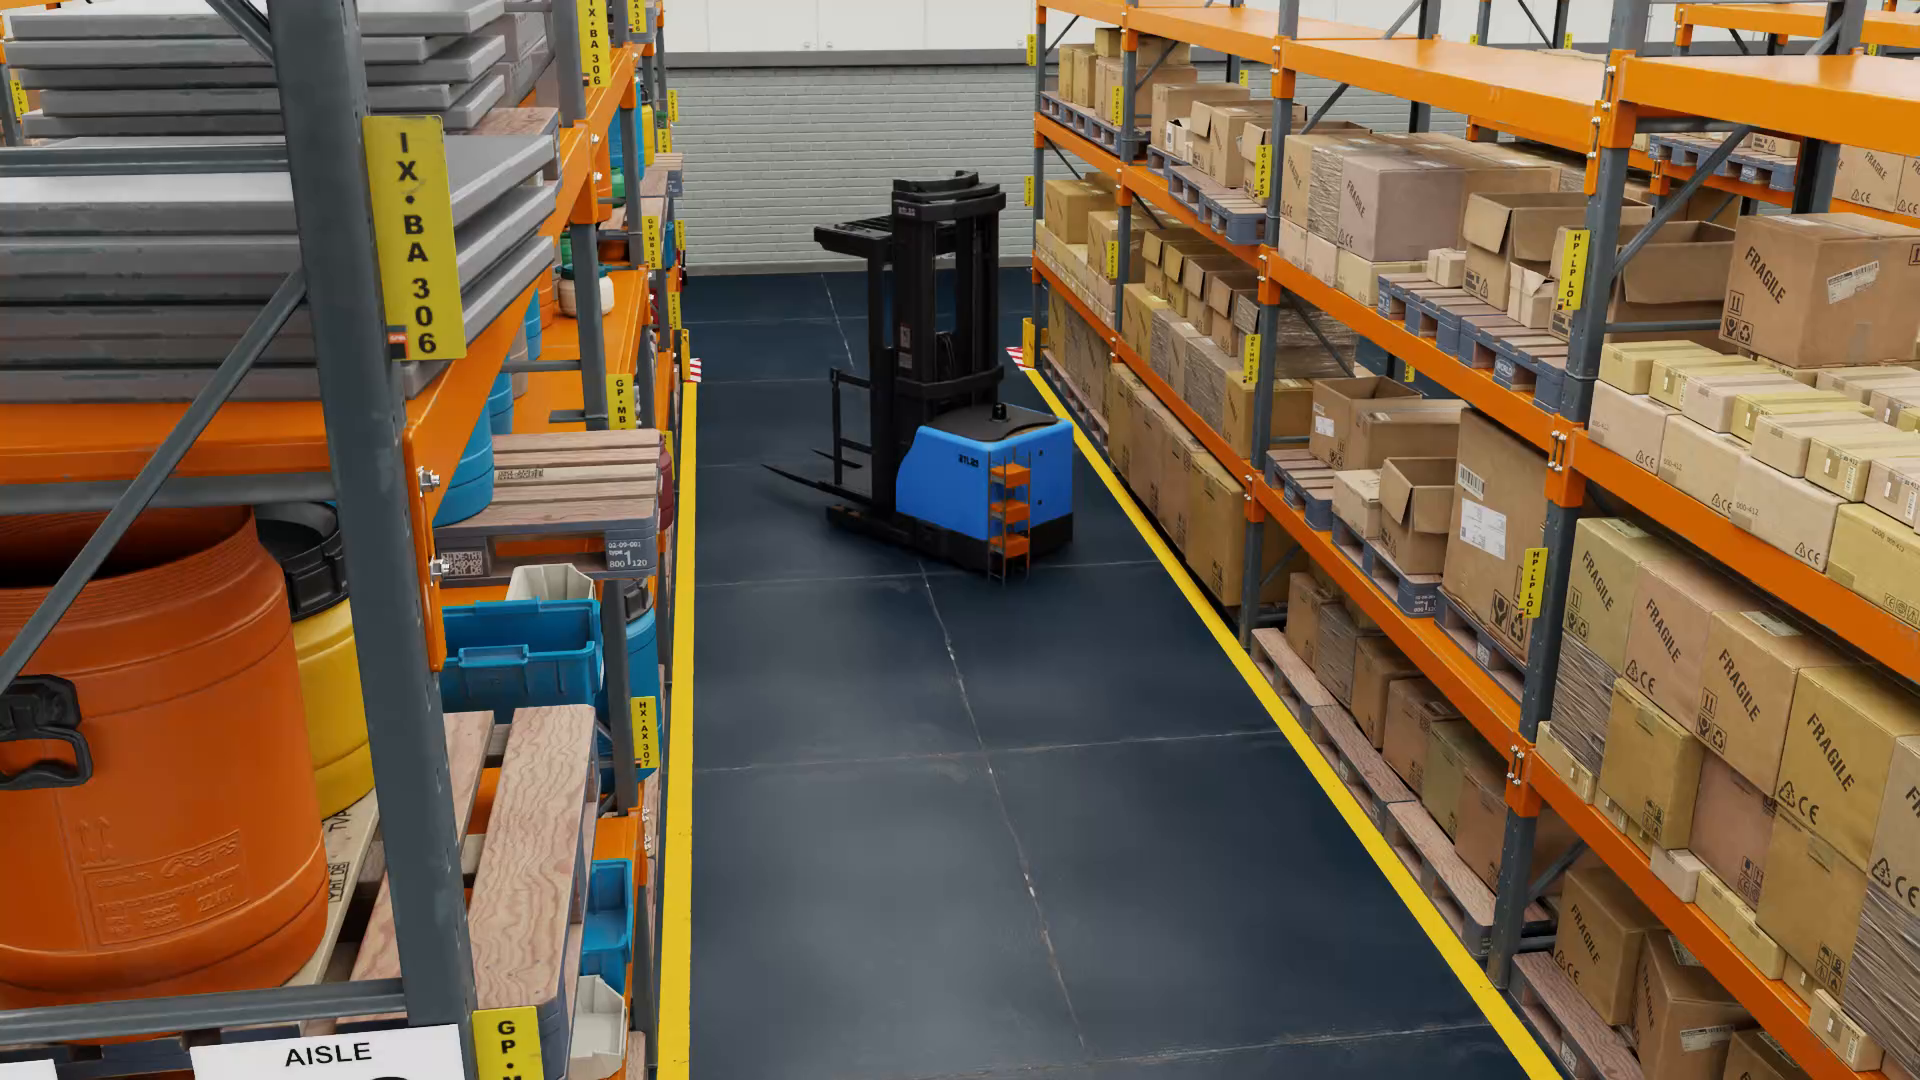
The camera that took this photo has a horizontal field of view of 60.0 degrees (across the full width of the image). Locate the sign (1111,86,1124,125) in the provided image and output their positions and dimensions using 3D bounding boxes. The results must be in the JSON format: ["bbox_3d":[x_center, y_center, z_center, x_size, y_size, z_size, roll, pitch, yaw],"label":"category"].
[{"bbox_3d":[1.349,-3.723,14.257,0.100,0.325,0.005,-3,21,-8],"label":"sign"}]

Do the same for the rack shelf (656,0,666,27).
[{"bbox_3d":[-3.292,-4.795,15.294,1.077,0.370,4.000,-3,21,-8],"label":"rack shelf"}]

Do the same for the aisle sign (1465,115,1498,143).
[{"bbox_3d":[5.936,-4.895,18.819,0.394,0.787,0.004,-3,21,-8],"label":"aisle sign"}]

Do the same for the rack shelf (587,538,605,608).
[{"bbox_3d":[-1.562,0.577,4.625,1.077,0.370,4.000,-3,21,-8],"label":"rack shelf"}]

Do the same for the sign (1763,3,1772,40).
[{"bbox_3d":[10.331,-7.155,21.715,10.293,4.268,5.818,-3,21,-8],"label":"sign"}]

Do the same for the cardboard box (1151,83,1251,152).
[{"bbox_3d":[1.991,-3.515,13.811,0.700,0.500,0.500,-2,21,-6],"label":"cardboard box"}]

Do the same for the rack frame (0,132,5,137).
[{"bbox_3d":[-7.909,-4.379,12.578,0.949,2.616,0.053,-3,21,-8],"label":"rack frame"}]

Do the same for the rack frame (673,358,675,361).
[{"bbox_3d":[-3.577,-3.202,18.002,0.949,2.616,0.053,-3,21,-8],"label":"rack frame"}]

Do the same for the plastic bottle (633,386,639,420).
[{"bbox_3d":[-2.370,-1.020,12.338,0.152,0.276,0.135,-3,21,-8],"label":"plastic bottle"}]

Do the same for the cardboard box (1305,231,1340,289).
[{"bbox_3d":[2.364,-1.663,9.810,0.500,0.250,0.500,-2,21,-6],"label":"cardboard box"}]

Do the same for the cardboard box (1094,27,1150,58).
[{"bbox_3d":[1.602,-4.799,16.032,0.500,0.250,0.500,-4,21,-9],"label":"cardboard box"}]

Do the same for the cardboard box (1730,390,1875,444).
[{"bbox_3d":[2.995,-0.424,5.921,0.380,0.149,0.250,-2,21,-6],"label":"cardboard box"}]

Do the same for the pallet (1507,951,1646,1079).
[{"bbox_3d":[3.183,2.240,7.417,1.003,0.211,1.213,-3,21,-8],"label":"pallet"}]

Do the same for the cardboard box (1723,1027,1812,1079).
[{"bbox_3d":[3.326,2.227,6.439,0.500,0.500,0.500,-5,21,-13],"label":"cardboard box"}]

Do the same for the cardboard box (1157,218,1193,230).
[{"bbox_3d":[2.081,-2.666,15.284,0.500,0.500,0.500,-3,21,-8],"label":"cardboard box"}]

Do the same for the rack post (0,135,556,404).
[{"bbox_3d":[-1.257,-0.507,2.925,0.937,0.300,0.954,-1,20,-2],"label":"rack post"}]

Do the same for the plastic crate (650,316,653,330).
[{"bbox_3d":[-2.929,-1.890,14.780,0.396,0.136,0.243,-3,21,-8],"label":"plastic crate"}]

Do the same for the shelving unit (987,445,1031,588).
[{"bbox_3d":[0.373,-0.176,12.686,0.252,1.050,0.215,-15,25,-35],"label":"shelving unit"}]

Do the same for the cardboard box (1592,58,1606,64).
[{"bbox_3d":[6.736,-4.877,17.131,0.380,0.149,0.250,-2,21,-7],"label":"cardboard box"}]

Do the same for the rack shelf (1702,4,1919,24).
[{"bbox_3d":[7.109,-4.001,12.784,0.919,0.052,3.809,-3,21,-8],"label":"rack shelf"}]

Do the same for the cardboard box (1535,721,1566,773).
[{"bbox_3d":[2.784,0.910,7.351,0.380,0.149,0.250,-3,21,-8],"label":"cardboard box"}]

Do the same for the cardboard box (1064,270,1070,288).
[{"bbox_3d":[1.269,-2.662,16.915,0.380,0.149,0.250,-3,21,-9],"label":"cardboard box"}]

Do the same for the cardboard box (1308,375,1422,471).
[{"bbox_3d":[2.592,-0.740,10.669,0.500,0.500,0.500,-6,21,-14],"label":"cardboard box"}]

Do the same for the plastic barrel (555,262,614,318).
[{"bbox_3d":[-2.013,-1.344,8.938,0.301,0.262,0.301,0,20,0],"label":"plastic barrel"}]

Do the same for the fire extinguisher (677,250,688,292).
[{"bbox_3d":[-3.152,-3.066,18.282,0.296,0.674,0.183,-3,21,-8],"label":"fire extinguisher"}]

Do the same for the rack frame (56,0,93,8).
[{"bbox_3d":[-7.332,-1.685,9.379,1.000,5.808,16.090,-3,21,-8],"label":"rack frame"}]

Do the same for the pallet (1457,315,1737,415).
[{"bbox_3d":[3.067,-0.833,7.641,1.213,0.211,1.003,-3,21,-8],"label":"pallet"}]

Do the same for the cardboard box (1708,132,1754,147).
[{"bbox_3d":[6.739,-3.527,14.112,0.500,0.311,0.500,-3,21,-9],"label":"cardboard box"}]

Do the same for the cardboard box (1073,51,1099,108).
[{"bbox_3d":[1.533,-4.592,16.552,0.700,0.500,0.500,-4,21,-11],"label":"cardboard box"}]

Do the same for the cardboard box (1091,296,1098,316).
[{"bbox_3d":[1.455,-2.216,15.722,0.380,0.149,0.250,-3,21,-9],"label":"cardboard box"}]

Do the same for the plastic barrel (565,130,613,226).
[{"bbox_3d":[-2.506,-2.432,10.439,0.600,0.830,0.708,-3,21,-8],"label":"plastic barrel"}]

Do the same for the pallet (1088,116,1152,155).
[{"bbox_3d":[1.790,-3.714,15.213,1.003,0.211,1.213,-3,21,-8],"label":"pallet"}]

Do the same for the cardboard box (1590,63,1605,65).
[{"bbox_3d":[6.236,-4.666,16.564,0.380,0.149,0.250,-3,21,-9],"label":"cardboard box"}]

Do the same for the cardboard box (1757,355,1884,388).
[{"bbox_3d":[3.332,-0.624,6.456,0.380,0.149,0.250,-3,21,-7],"label":"cardboard box"}]

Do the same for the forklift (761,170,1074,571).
[{"bbox_3d":[-0.482,-1.559,13.701,3.031,2.935,1.130,19,28,41],"label":"forklift"}]

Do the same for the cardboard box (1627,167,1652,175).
[{"bbox_3d":[6.895,-3.774,16.319,0.522,1.351,0.999,-3,21,-8],"label":"cardboard box"}]

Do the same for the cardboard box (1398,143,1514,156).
[{"bbox_3d":[2.875,-2.039,9.743,0.500,0.500,0.500,-3,21,-8],"label":"cardboard box"}]

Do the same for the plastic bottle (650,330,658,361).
[{"bbox_3d":[-2.627,-1.639,13.994,0.152,0.276,0.135,-3,21,-8],"label":"plastic bottle"}]

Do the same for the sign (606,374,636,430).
[{"bbox_3d":[-1.305,-0.480,6.415,0.100,0.325,0.005,-3,21,-8],"label":"sign"}]

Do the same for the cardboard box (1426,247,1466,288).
[{"bbox_3d":[2.681,-1.434,8.714,0.380,0.166,0.250,-3,21,-9],"label":"cardboard box"}]

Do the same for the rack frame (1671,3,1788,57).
[{"bbox_3d":[6.820,-5.092,14.489,1.000,3.000,0.127,-3,21,-8],"label":"rack frame"}]

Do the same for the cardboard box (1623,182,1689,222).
[{"bbox_3d":[6.485,-3.086,15.694,0.500,0.500,0.500,-4,21,-10],"label":"cardboard box"}]

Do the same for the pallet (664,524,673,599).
[{"bbox_3d":[-2.755,0.182,12.927,1.003,0.211,1.213,-3,21,-8],"label":"pallet"}]

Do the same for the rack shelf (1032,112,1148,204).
[{"bbox_3d":[1.609,-3.827,16.418,1.077,0.370,4.000,-3,21,-8],"label":"rack shelf"}]

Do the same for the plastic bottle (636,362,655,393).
[{"bbox_3d":[-2.482,-1.291,13.063,0.152,0.276,0.135,-3,21,-8],"label":"plastic bottle"}]

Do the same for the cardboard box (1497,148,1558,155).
[{"bbox_3d":[6.125,-3.978,18.083,0.500,0.500,0.500,-2,21,-6],"label":"cardboard box"}]

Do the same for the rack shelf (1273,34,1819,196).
[{"bbox_3d":[2.762,-2.275,8.547,1.077,0.370,4.000,-3,21,-8],"label":"rack shelf"}]

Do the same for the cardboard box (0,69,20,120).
[{"bbox_3d":[-8.014,-3.655,13.357,0.700,0.500,0.500,-3,21,-8],"label":"cardboard box"}]

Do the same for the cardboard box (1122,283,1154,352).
[{"bbox_3d":[1.716,-1.942,14.485,0.500,0.500,0.500,-3,21,-8],"label":"cardboard box"}]

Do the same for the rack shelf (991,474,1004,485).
[{"bbox_3d":[0.373,-0.479,12.573,0.221,0.050,0.166,-15,25,-35],"label":"rack shelf"}]

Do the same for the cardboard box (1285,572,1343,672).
[{"bbox_3d":[2.590,0.514,10.997,0.700,0.500,0.500,-4,21,-11],"label":"cardboard box"}]

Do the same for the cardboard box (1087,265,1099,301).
[{"bbox_3d":[1.497,-2.455,15.790,0.500,0.250,0.500,-2,21,-6],"label":"cardboard box"}]

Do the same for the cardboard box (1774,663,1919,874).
[{"bbox_3d":[3.092,0.736,5.462,0.500,0.500,0.500,-3,21,-8],"label":"cardboard box"}]

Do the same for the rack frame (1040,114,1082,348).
[{"bbox_3d":[1.324,-3.452,18.671,0.949,2.616,0.053,-3,21,-8],"label":"rack frame"}]

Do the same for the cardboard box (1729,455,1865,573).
[{"bbox_3d":[3.004,-0.108,5.644,0.500,0.250,0.500,-4,21,-10],"label":"cardboard box"}]

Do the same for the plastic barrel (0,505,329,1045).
[{"bbox_3d":[-1.470,0.373,2.930,0.600,0.830,0.708,-3,21,-8],"label":"plastic barrel"}]

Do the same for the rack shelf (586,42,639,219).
[{"bbox_3d":[-2.139,-2.026,7.878,1.077,0.370,4.000,-3,21,-8],"label":"rack shelf"}]

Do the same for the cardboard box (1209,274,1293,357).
[{"bbox_3d":[2.294,-1.678,12.346,0.797,0.503,0.637,-2,21,-6],"label":"cardboard box"}]
